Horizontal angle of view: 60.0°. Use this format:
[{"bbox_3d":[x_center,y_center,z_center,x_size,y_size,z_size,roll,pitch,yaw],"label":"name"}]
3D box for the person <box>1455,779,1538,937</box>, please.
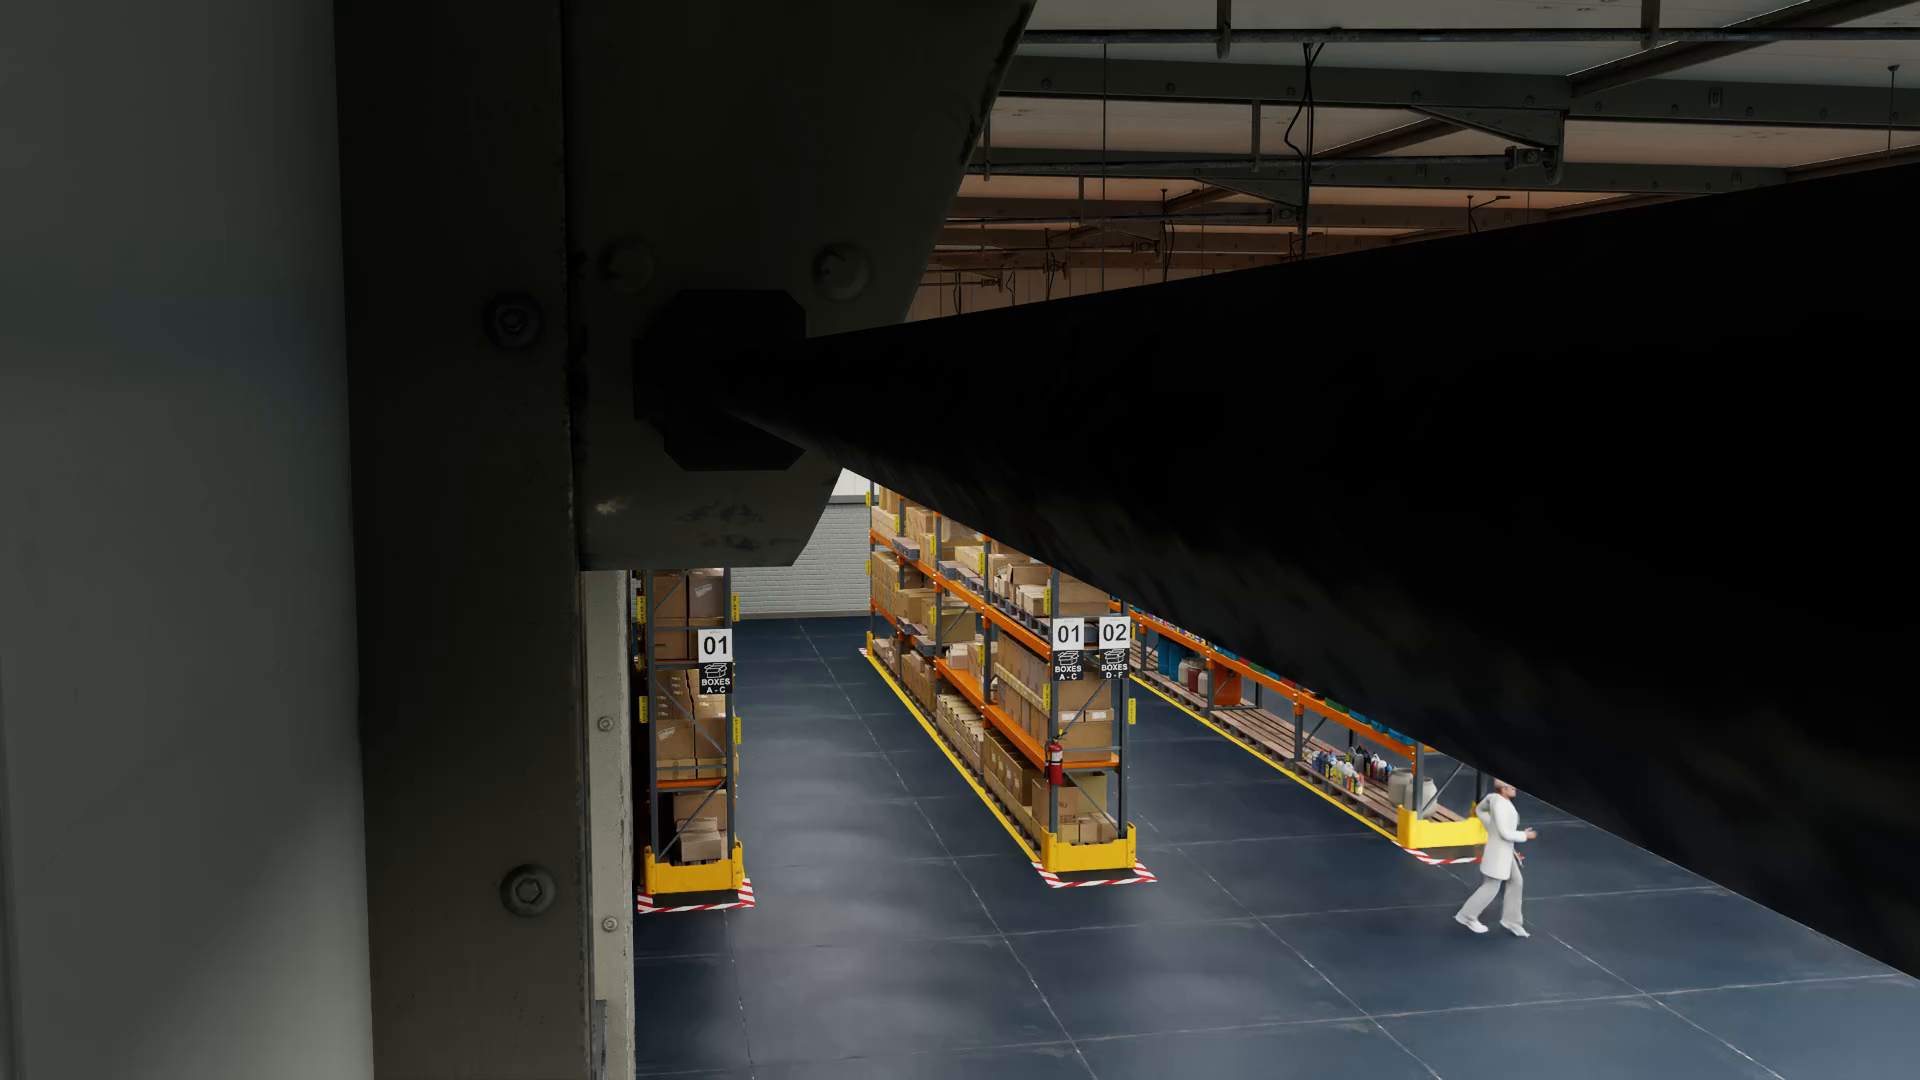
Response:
[{"bbox_3d":[5.968,3.530,18.493,0.851,1.862,0.736,2,6,17],"label":"person"}]
